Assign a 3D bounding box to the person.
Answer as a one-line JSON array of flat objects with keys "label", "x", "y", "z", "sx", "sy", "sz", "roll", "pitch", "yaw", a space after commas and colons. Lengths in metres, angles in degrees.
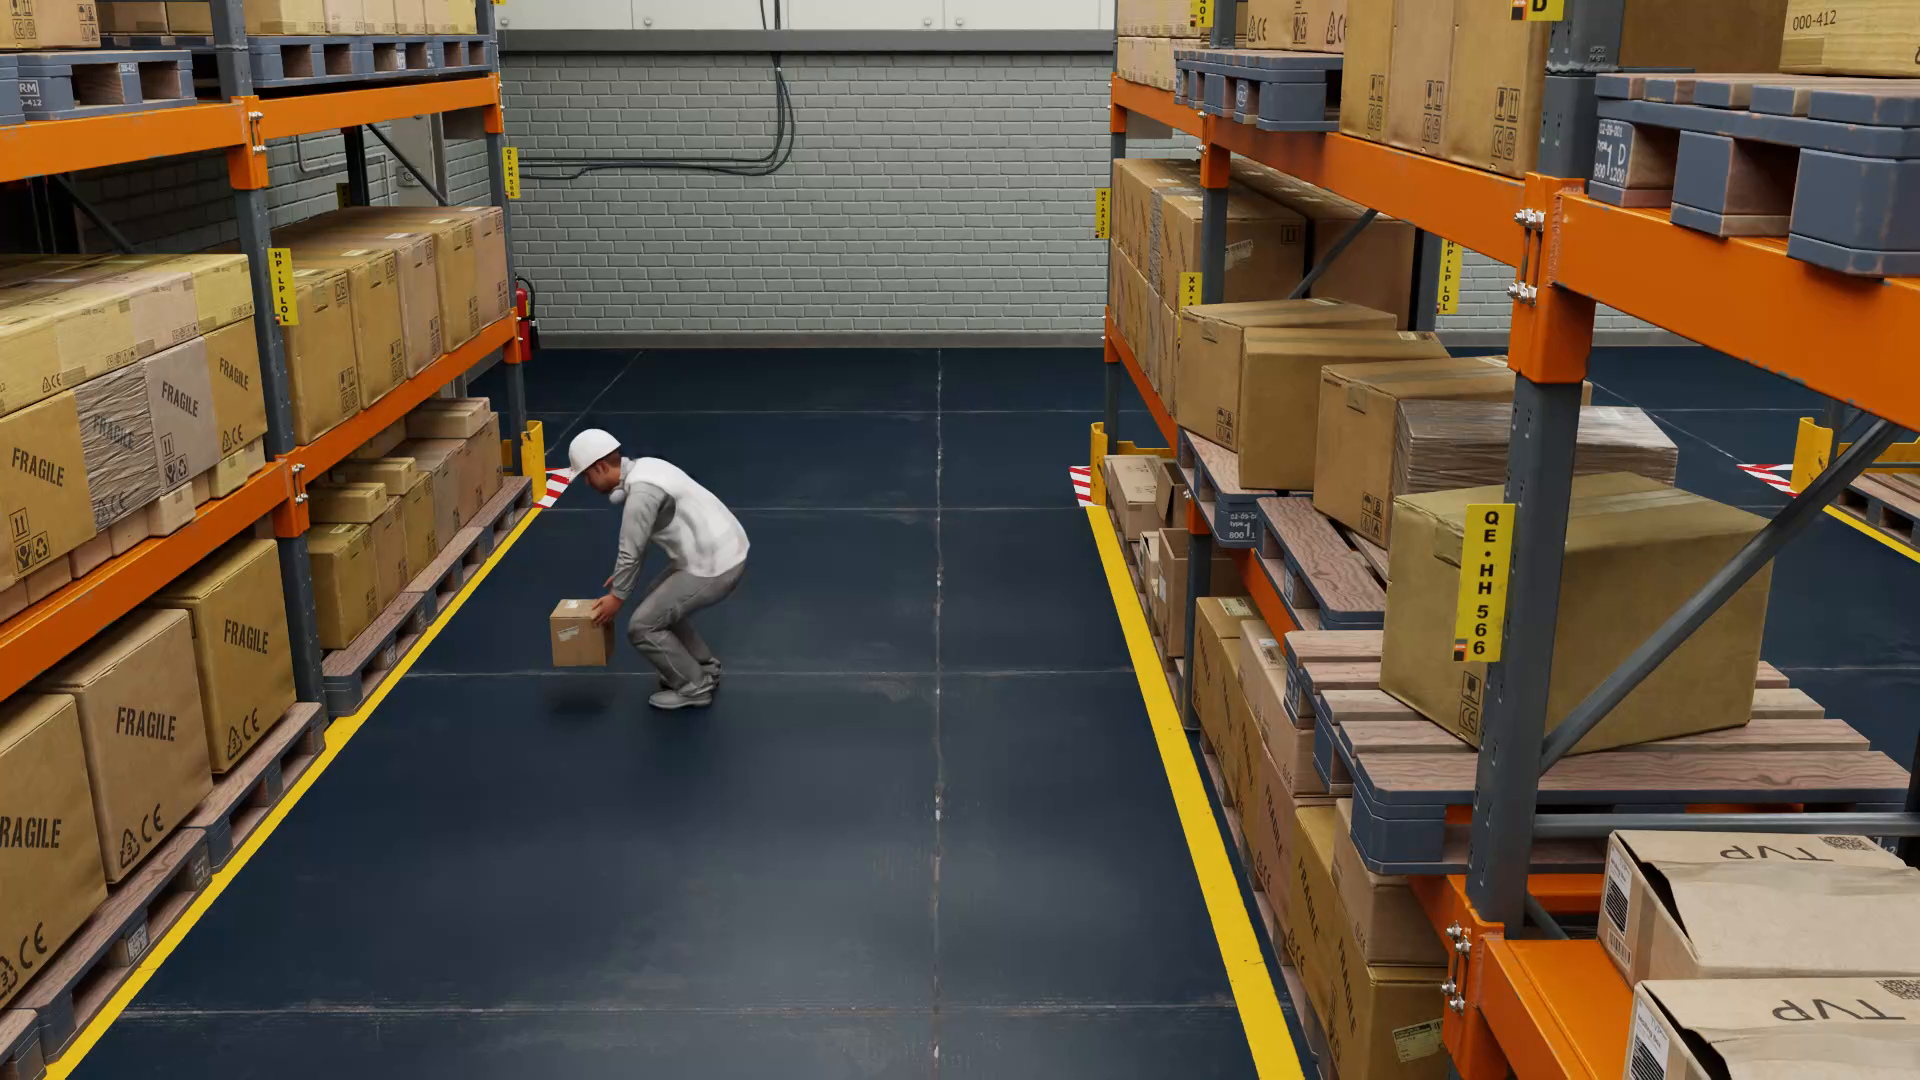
[{"label": "person", "x": -1.405, "y": 0.127, "z": 7.844, "sx": 0.810, "sy": 1.333, "sz": 0.588, "roll": 0, "pitch": 17, "yaw": -1}]
